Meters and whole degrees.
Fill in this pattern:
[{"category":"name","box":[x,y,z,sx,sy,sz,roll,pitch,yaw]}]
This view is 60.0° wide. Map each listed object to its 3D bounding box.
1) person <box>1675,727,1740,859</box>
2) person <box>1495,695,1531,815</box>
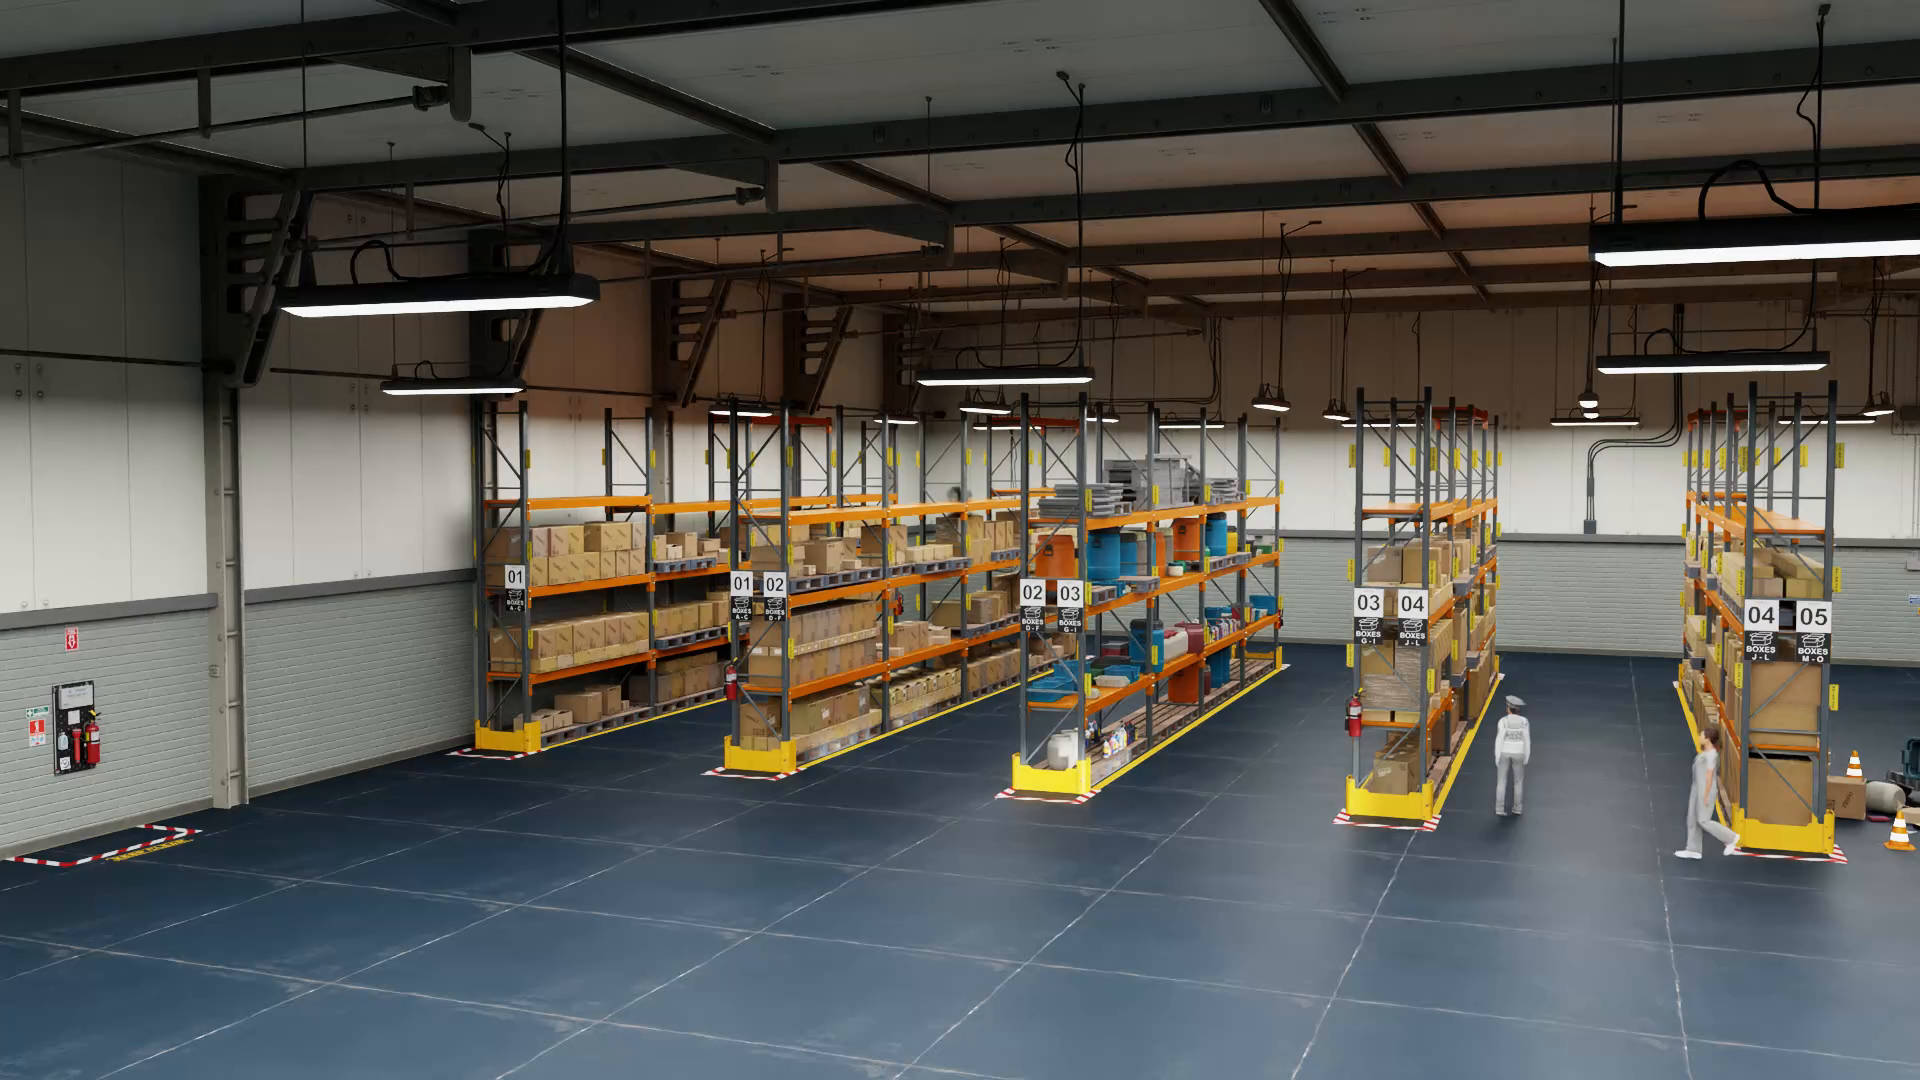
[{"category":"person","box":[9.332,3.156,20.723,0.692,1.655,0.440,0,3,-4]},{"category":"person","box":[7.779,3.028,23.375,0.461,1.687,0.541,1,3,25]}]
